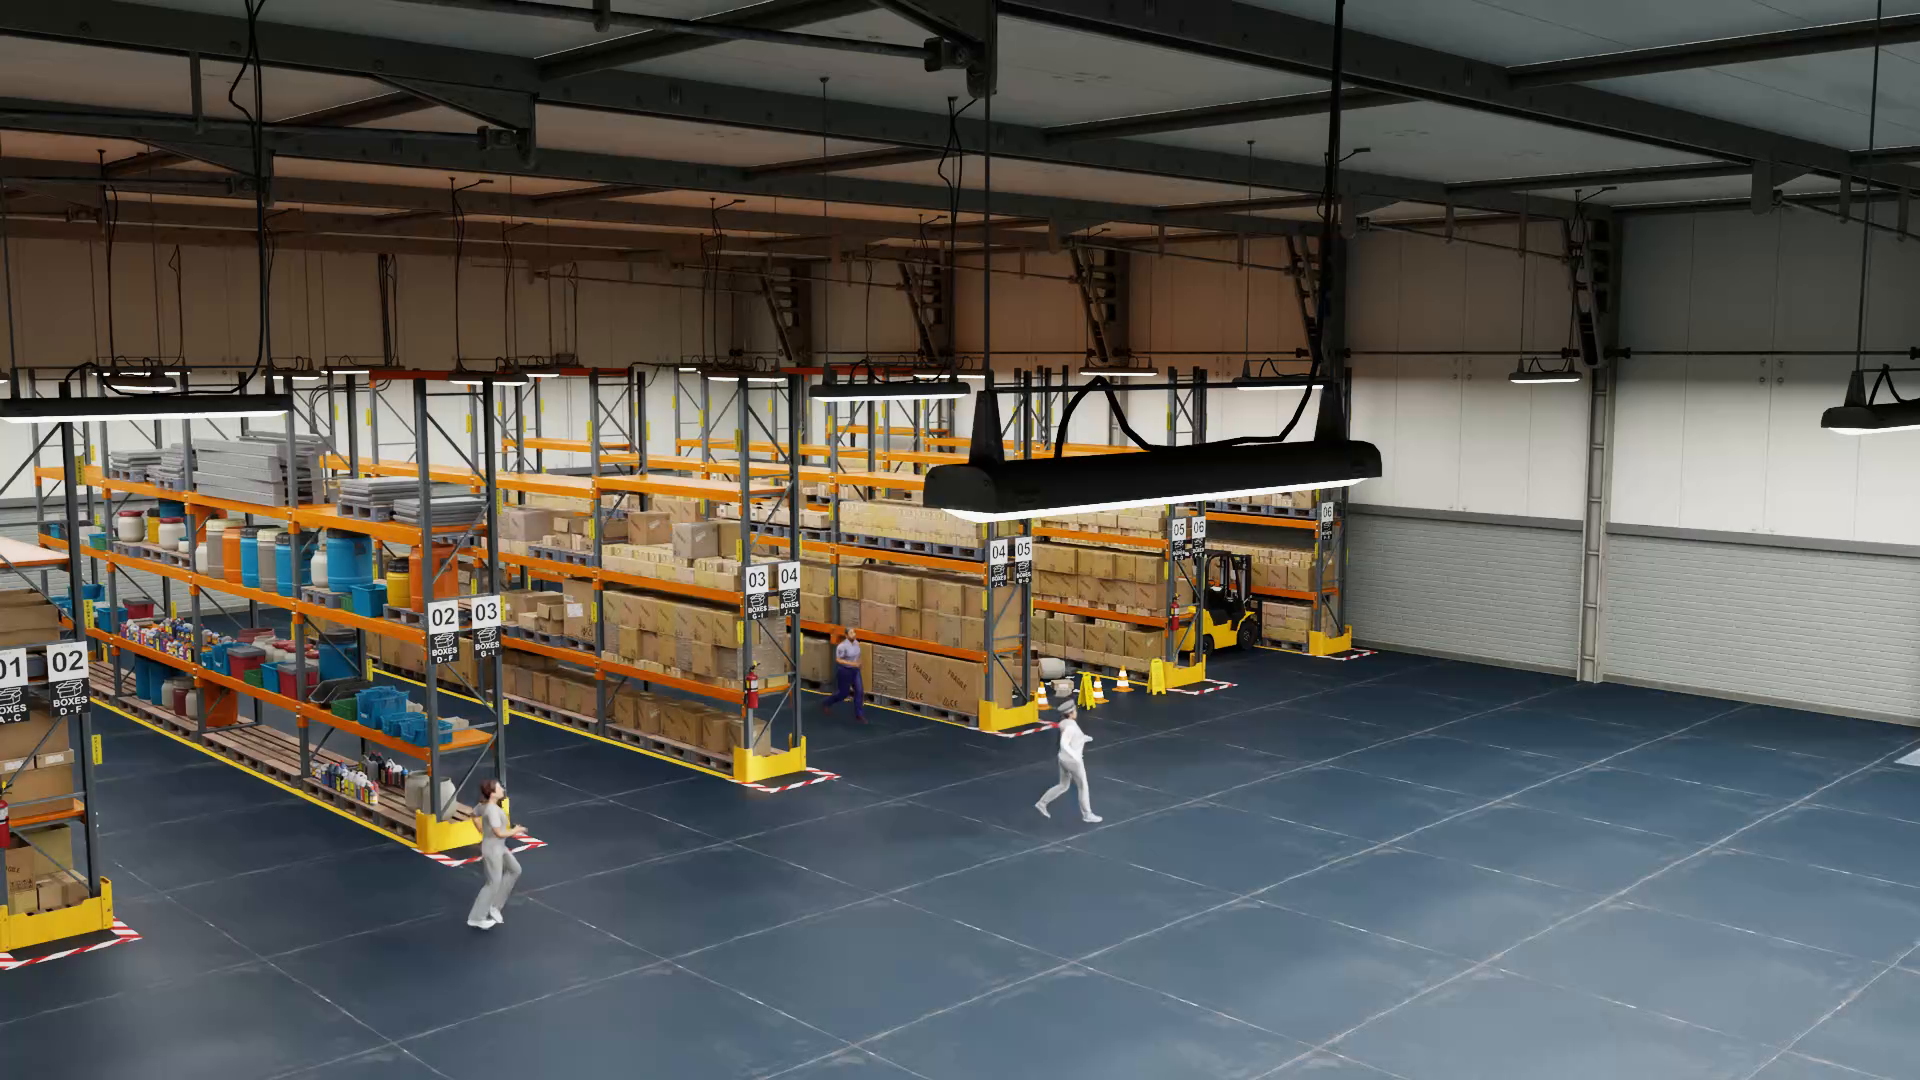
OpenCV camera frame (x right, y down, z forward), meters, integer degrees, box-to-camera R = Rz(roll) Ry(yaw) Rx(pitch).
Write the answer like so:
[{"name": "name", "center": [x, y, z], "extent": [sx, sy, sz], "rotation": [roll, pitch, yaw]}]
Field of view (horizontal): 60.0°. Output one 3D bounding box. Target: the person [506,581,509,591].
[{"name": "person", "center": [-9.381, 1.642, 34.286], "extent": [0.586, 1.683, 0.660], "rotation": [5, 8, 38]}]

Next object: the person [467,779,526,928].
[{"name": "person", "center": [-5.107, 3.438, 18.295], "extent": [0.654, 1.669, 0.598], "rotation": [-2, 7, -20]}]

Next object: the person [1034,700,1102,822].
[{"name": "person", "center": [1.463, 2.966, 22.270], "extent": [0.933, 1.676, 0.617], "rotation": [-2, 7, -17]}]

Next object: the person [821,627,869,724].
[{"name": "person", "center": [-1.936, 2.306, 28.583], "extent": [0.914, 1.655, 0.615], "rotation": [5, 8, 40]}]
